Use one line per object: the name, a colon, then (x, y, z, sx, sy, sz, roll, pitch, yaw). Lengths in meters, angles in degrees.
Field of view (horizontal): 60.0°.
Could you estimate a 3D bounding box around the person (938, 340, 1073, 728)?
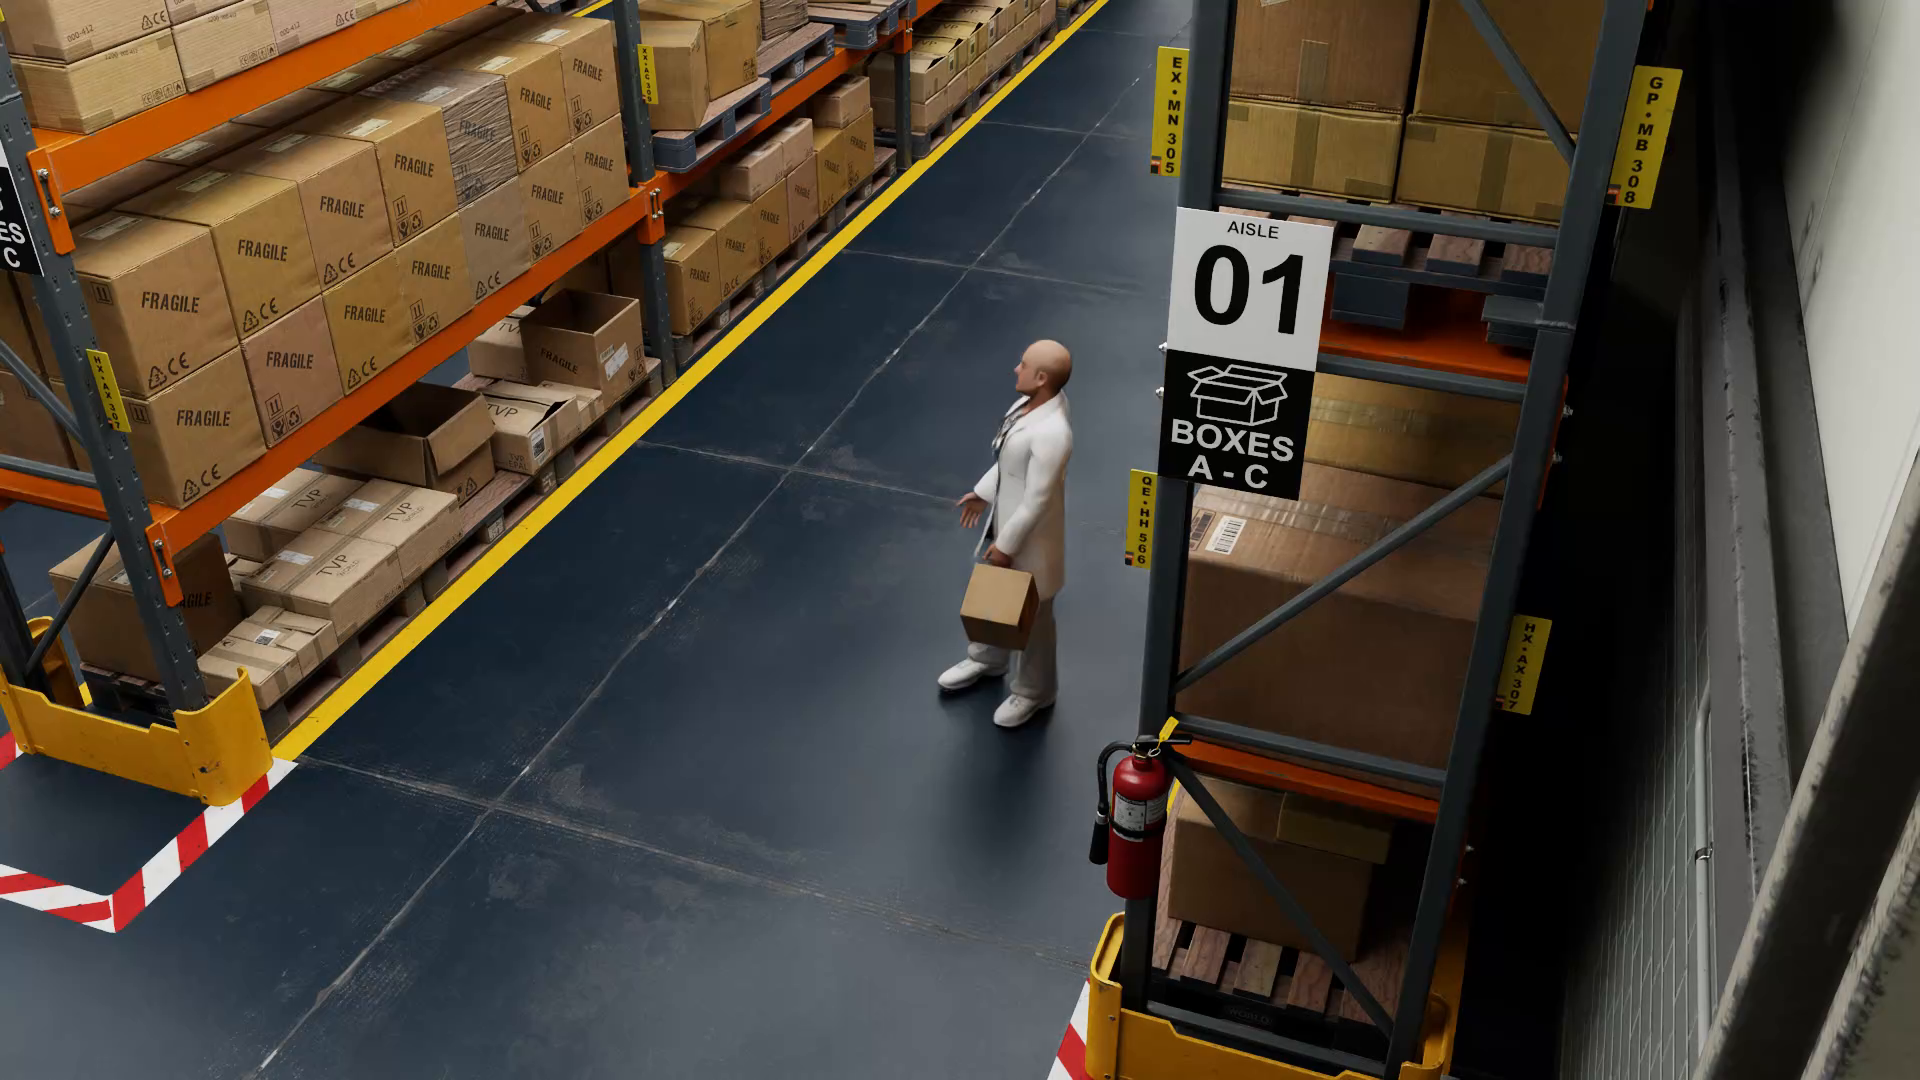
person: (0.199, -0.021, 7.158, 0.577, 1.782, 0.580, -5, 33, -7)
